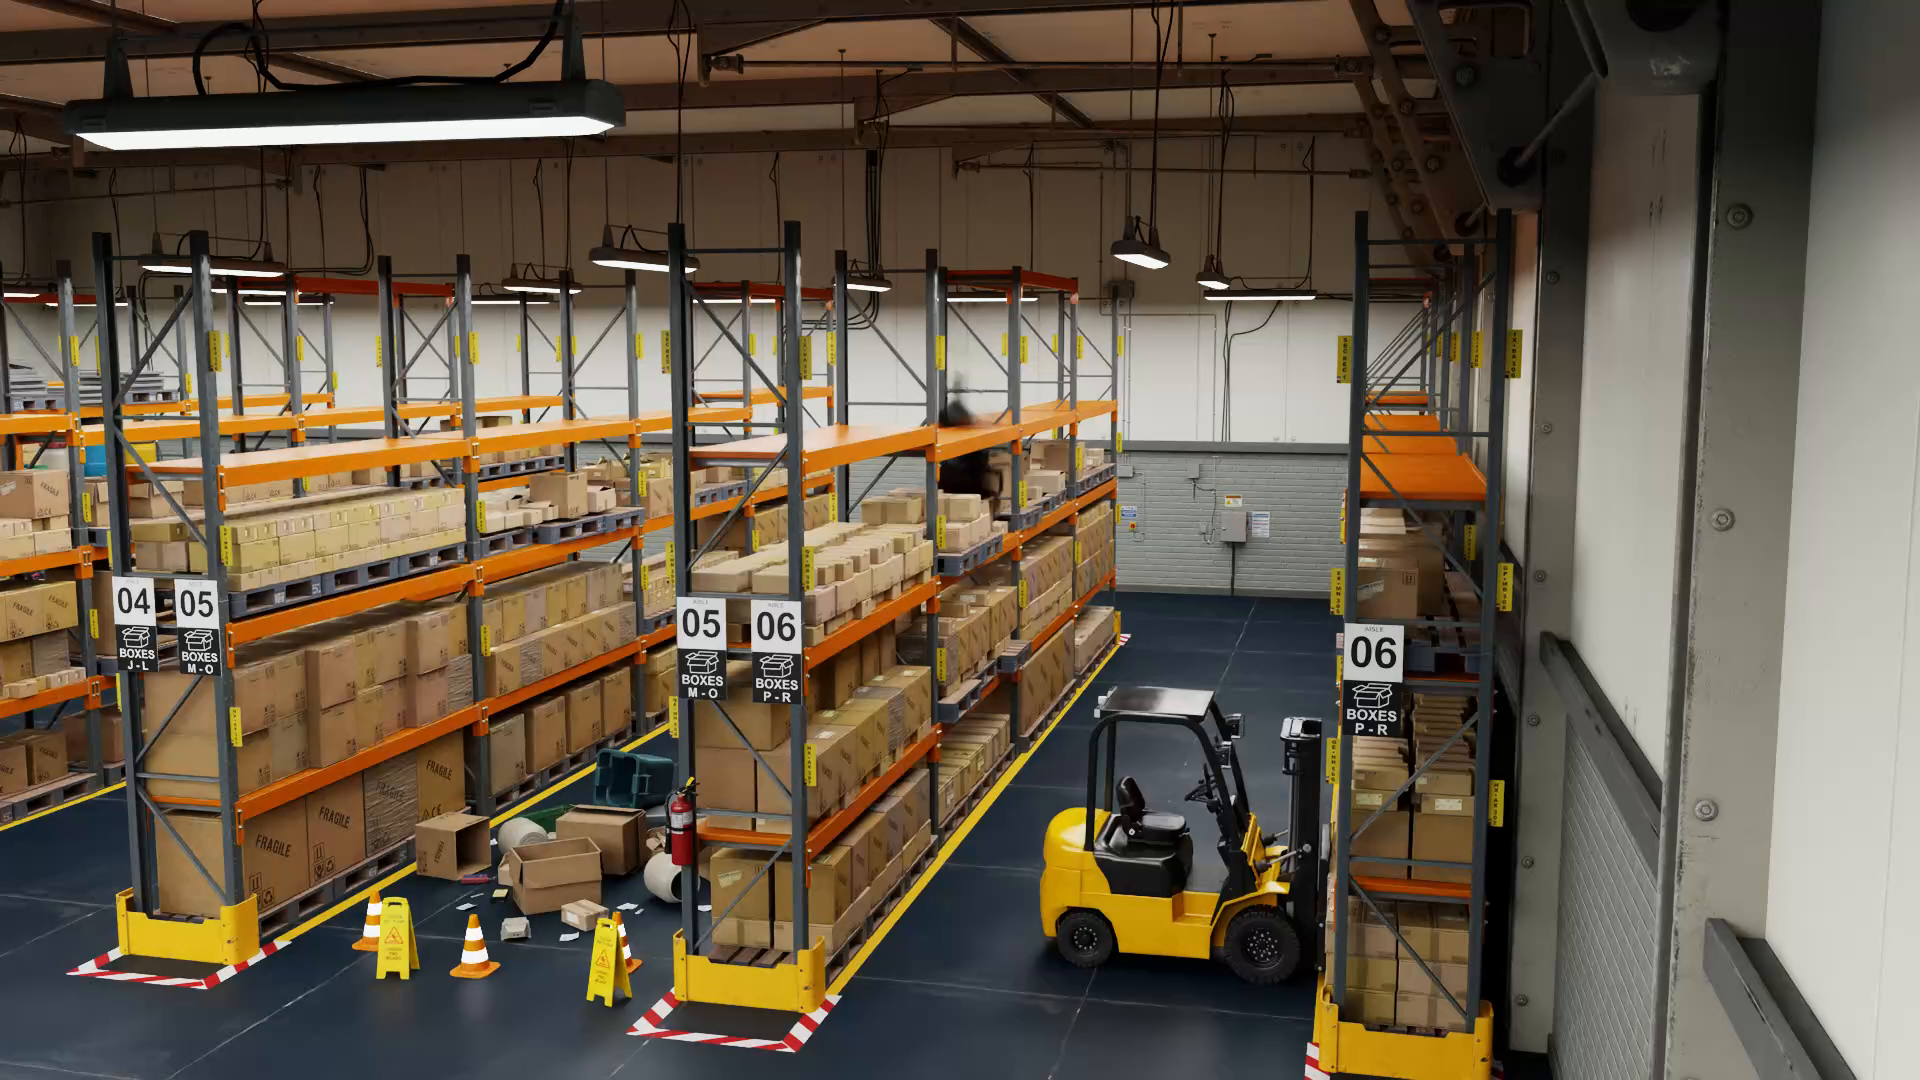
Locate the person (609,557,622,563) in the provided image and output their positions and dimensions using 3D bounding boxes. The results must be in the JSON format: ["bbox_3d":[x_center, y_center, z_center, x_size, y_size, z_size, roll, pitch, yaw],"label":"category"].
[{"bbox_3d":[-5.399,1.128,26.063,0.676,1.734,0.611,2,7,15],"label":"person"}]
